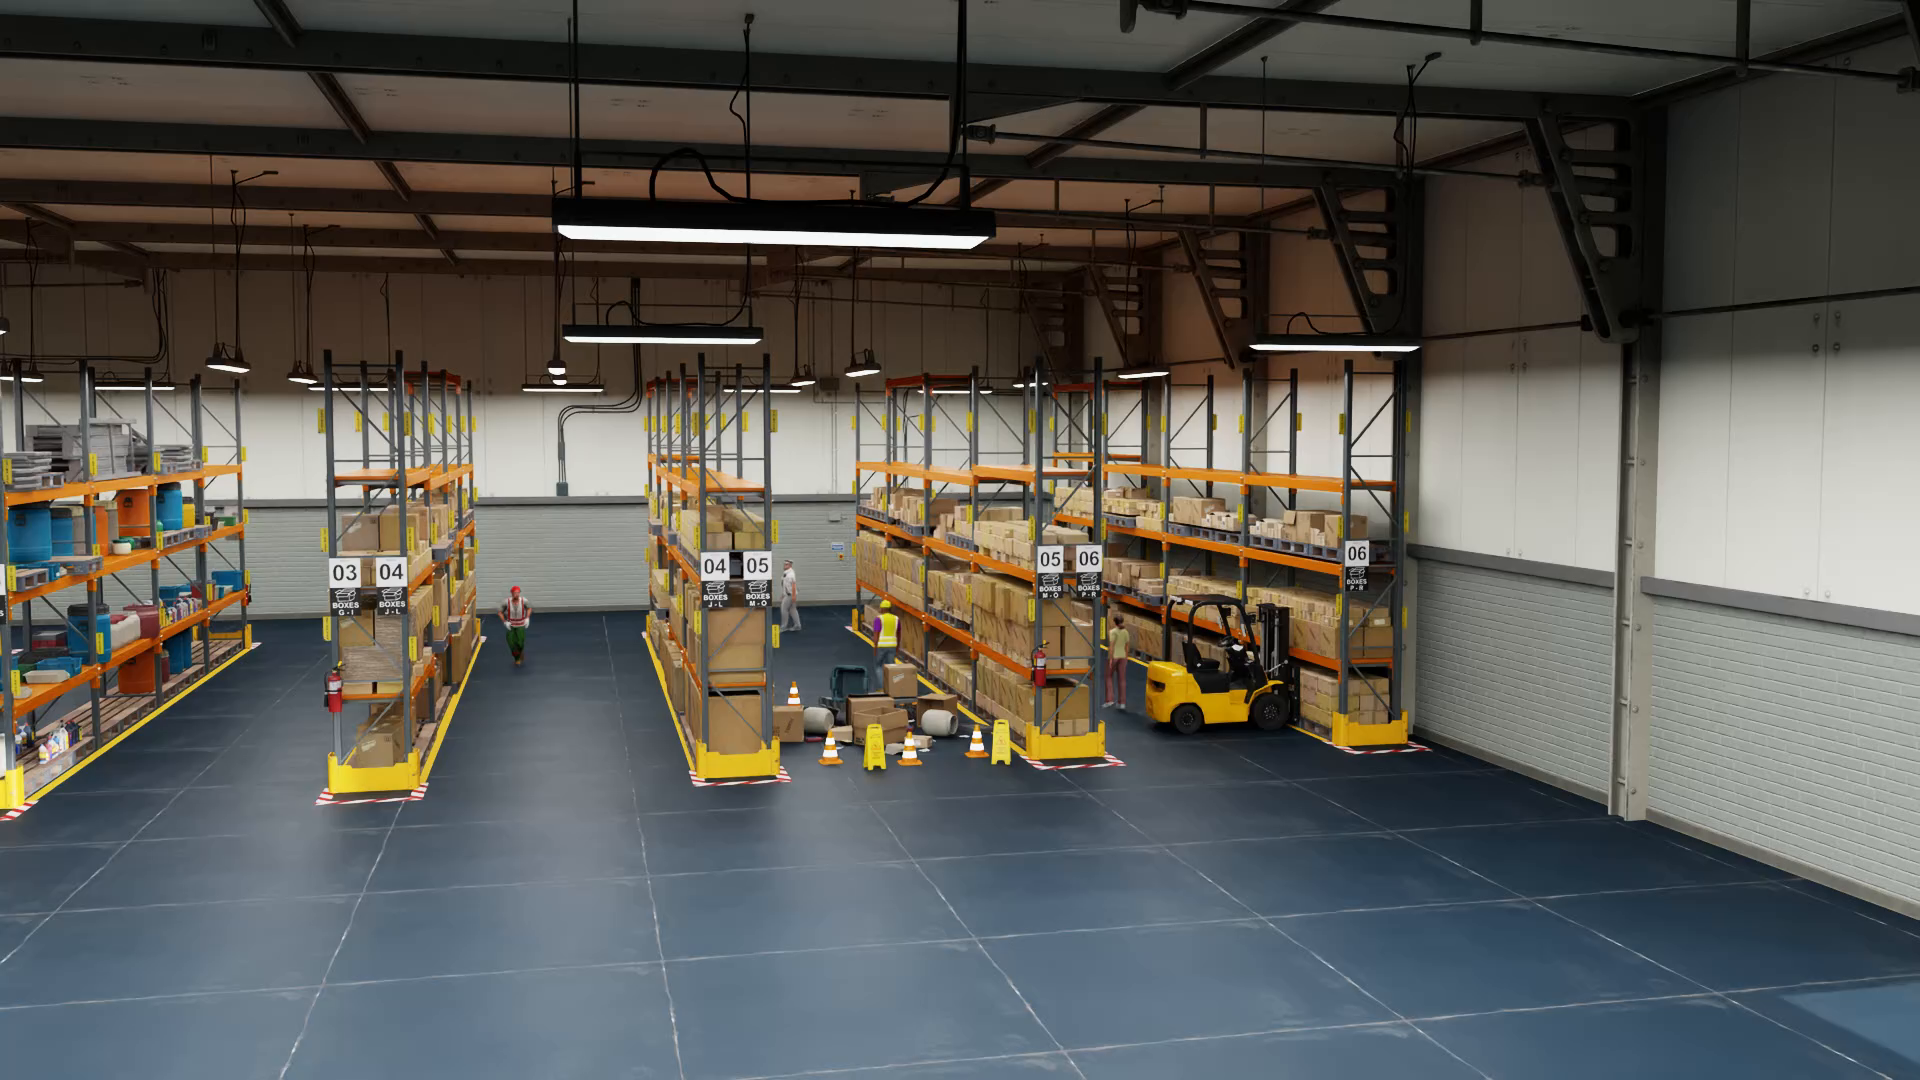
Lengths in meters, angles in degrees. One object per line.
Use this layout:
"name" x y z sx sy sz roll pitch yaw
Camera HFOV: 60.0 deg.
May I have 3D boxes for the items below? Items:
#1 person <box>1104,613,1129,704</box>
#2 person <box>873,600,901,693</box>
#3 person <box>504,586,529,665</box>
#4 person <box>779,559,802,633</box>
"person" 2.807 2.094 29.299 0.449 1.586 0.538 -1 4 -18
"person" -1.352 2.014 30.672 0.605 1.807 0.580 -2 4 -25
"person" -9.179 1.771 34.440 0.477 1.685 0.627 0 4 -6
"person" -4.168 1.338 40.100 0.663 1.787 0.439 -1 4 -7
